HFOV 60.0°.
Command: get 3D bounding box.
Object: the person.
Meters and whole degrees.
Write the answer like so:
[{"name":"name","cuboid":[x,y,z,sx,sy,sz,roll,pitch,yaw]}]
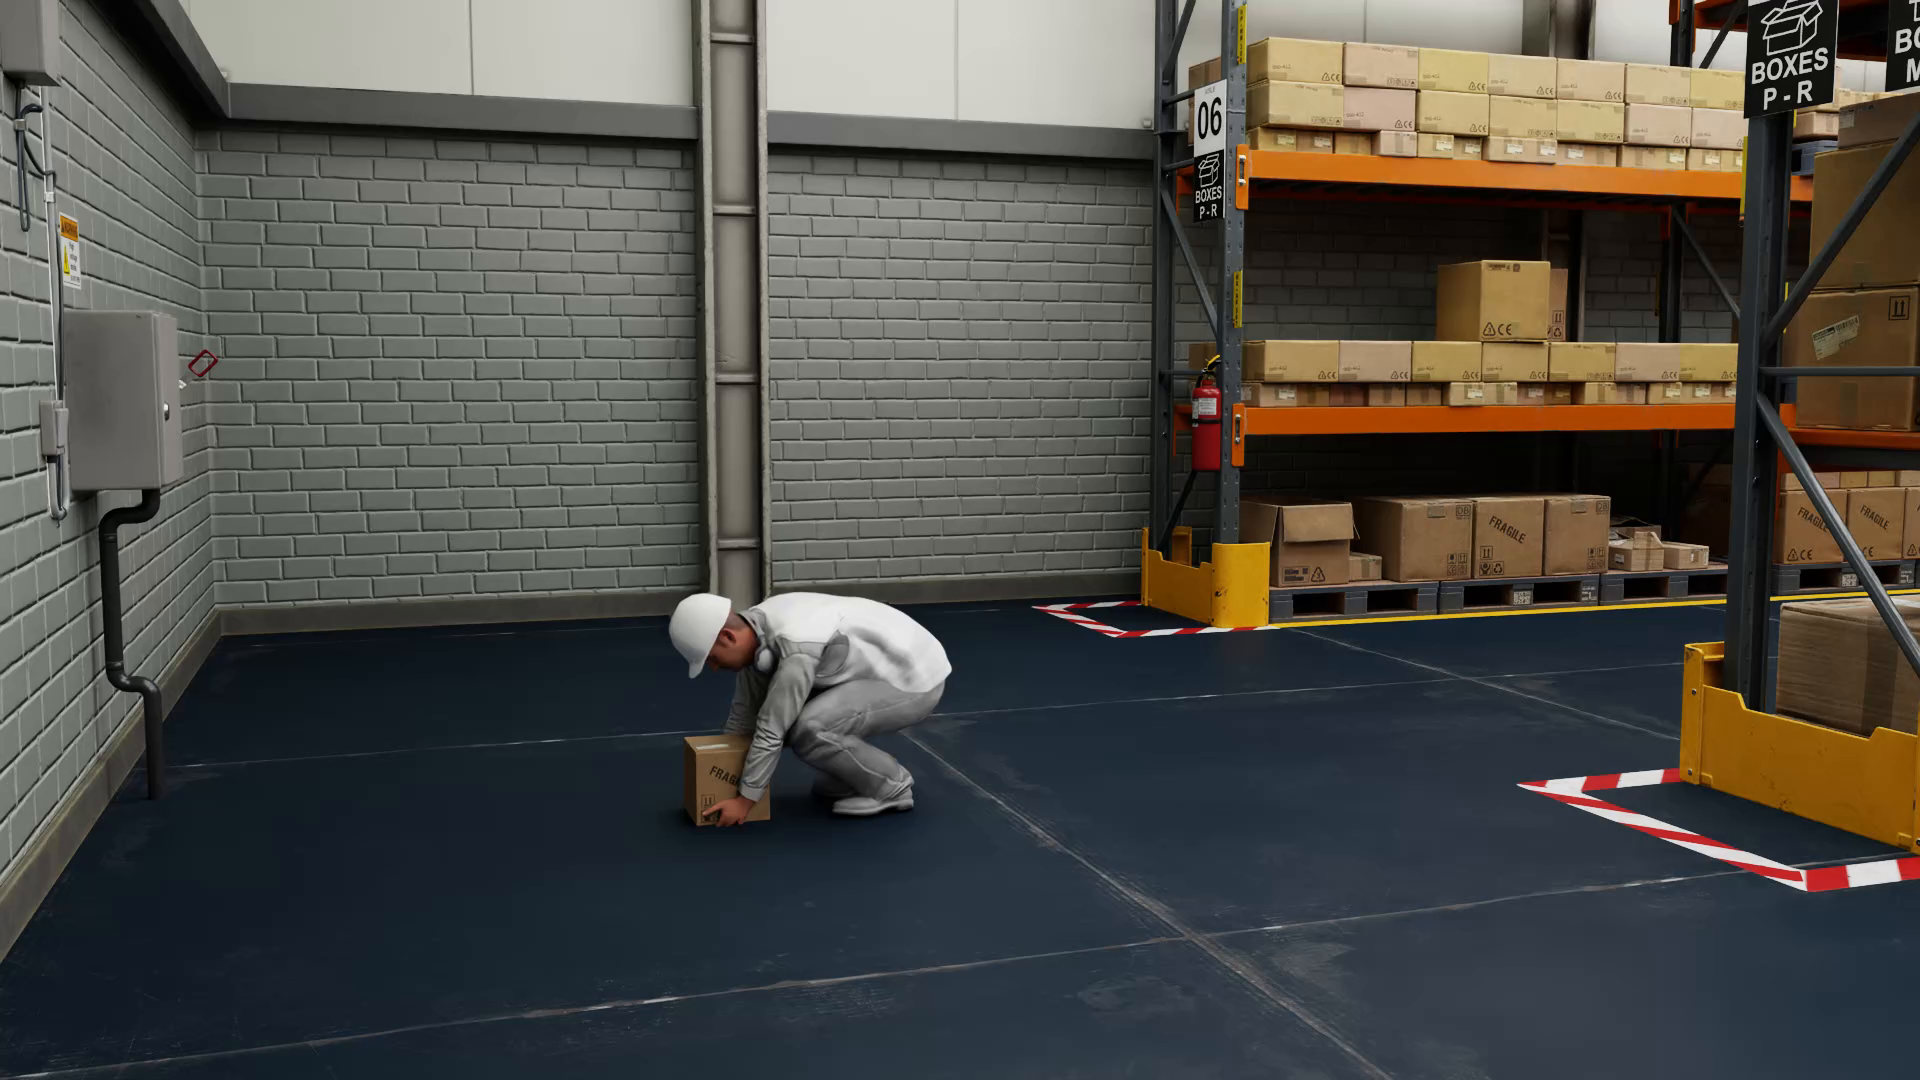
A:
[{"name":"person","cuboid":[-0.517,0.578,5.744,0.973,0.830,0.517,-2,6,-20]}]
